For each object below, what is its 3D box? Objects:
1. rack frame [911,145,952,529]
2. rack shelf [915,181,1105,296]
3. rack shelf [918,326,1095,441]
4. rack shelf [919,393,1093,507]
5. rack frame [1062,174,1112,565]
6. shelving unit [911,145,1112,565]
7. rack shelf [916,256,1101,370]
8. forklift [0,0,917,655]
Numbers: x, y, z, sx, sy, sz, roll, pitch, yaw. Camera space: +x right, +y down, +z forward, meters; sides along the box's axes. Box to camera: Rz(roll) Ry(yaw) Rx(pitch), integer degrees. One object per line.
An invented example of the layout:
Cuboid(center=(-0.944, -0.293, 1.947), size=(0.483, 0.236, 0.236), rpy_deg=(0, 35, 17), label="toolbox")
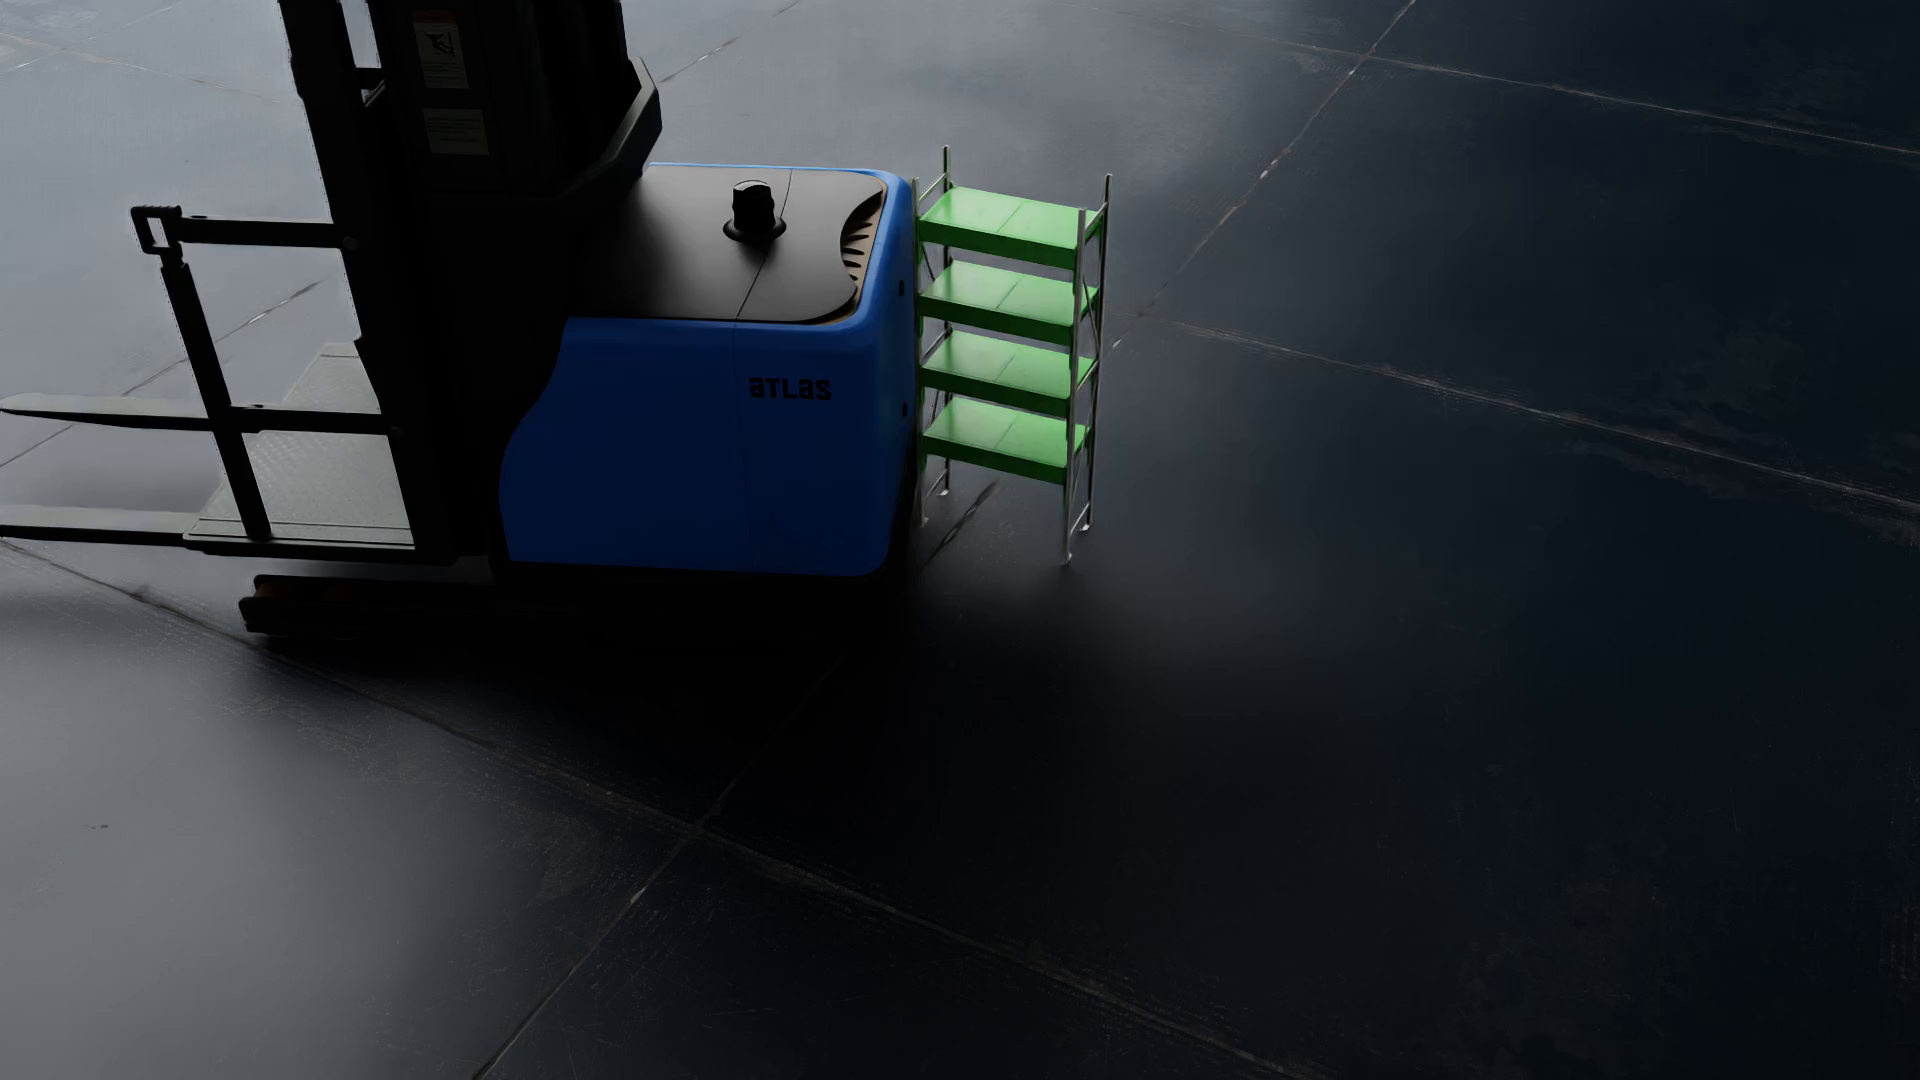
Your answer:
Cuboid(center=(-0.081, -0.582, 5.024), size=(0.015, 1.200, 0.240), rpy_deg=(14, 39, 18), label="rack frame")
Cuboid(center=(0.144, -0.856, 4.697), size=(0.480, 0.148, 0.258), rpy_deg=(14, 39, 18), label="rack shelf")
Cuboid(center=(0.144, -0.474, 4.987), size=(0.480, 0.148, 0.258), rpy_deg=(14, 39, 18), label="rack shelf")
Cuboid(center=(0.144, -0.283, 5.133), size=(0.480, 0.148, 0.258), rpy_deg=(14, 39, 18), label="rack shelf")
Cuboid(center=(0.369, -0.467, 4.873), size=(0.015, 1.200, 0.240), rpy_deg=(14, 39, 18), label="rack frame")
Cuboid(center=(0.144, -0.525, 4.949), size=(0.503, 1.200, 0.258), rpy_deg=(14, 39, 18), label="shelving unit")
Cuboid(center=(0.144, -0.665, 4.842), size=(0.480, 0.148, 0.258), rpy_deg=(14, 39, 18), label="rack shelf")
Cuboid(center=(-1.673, -1.189, 4.392), size=(3.031, 2.935, 1.130), rpy_deg=(3, 37, 3), label="forklift")
